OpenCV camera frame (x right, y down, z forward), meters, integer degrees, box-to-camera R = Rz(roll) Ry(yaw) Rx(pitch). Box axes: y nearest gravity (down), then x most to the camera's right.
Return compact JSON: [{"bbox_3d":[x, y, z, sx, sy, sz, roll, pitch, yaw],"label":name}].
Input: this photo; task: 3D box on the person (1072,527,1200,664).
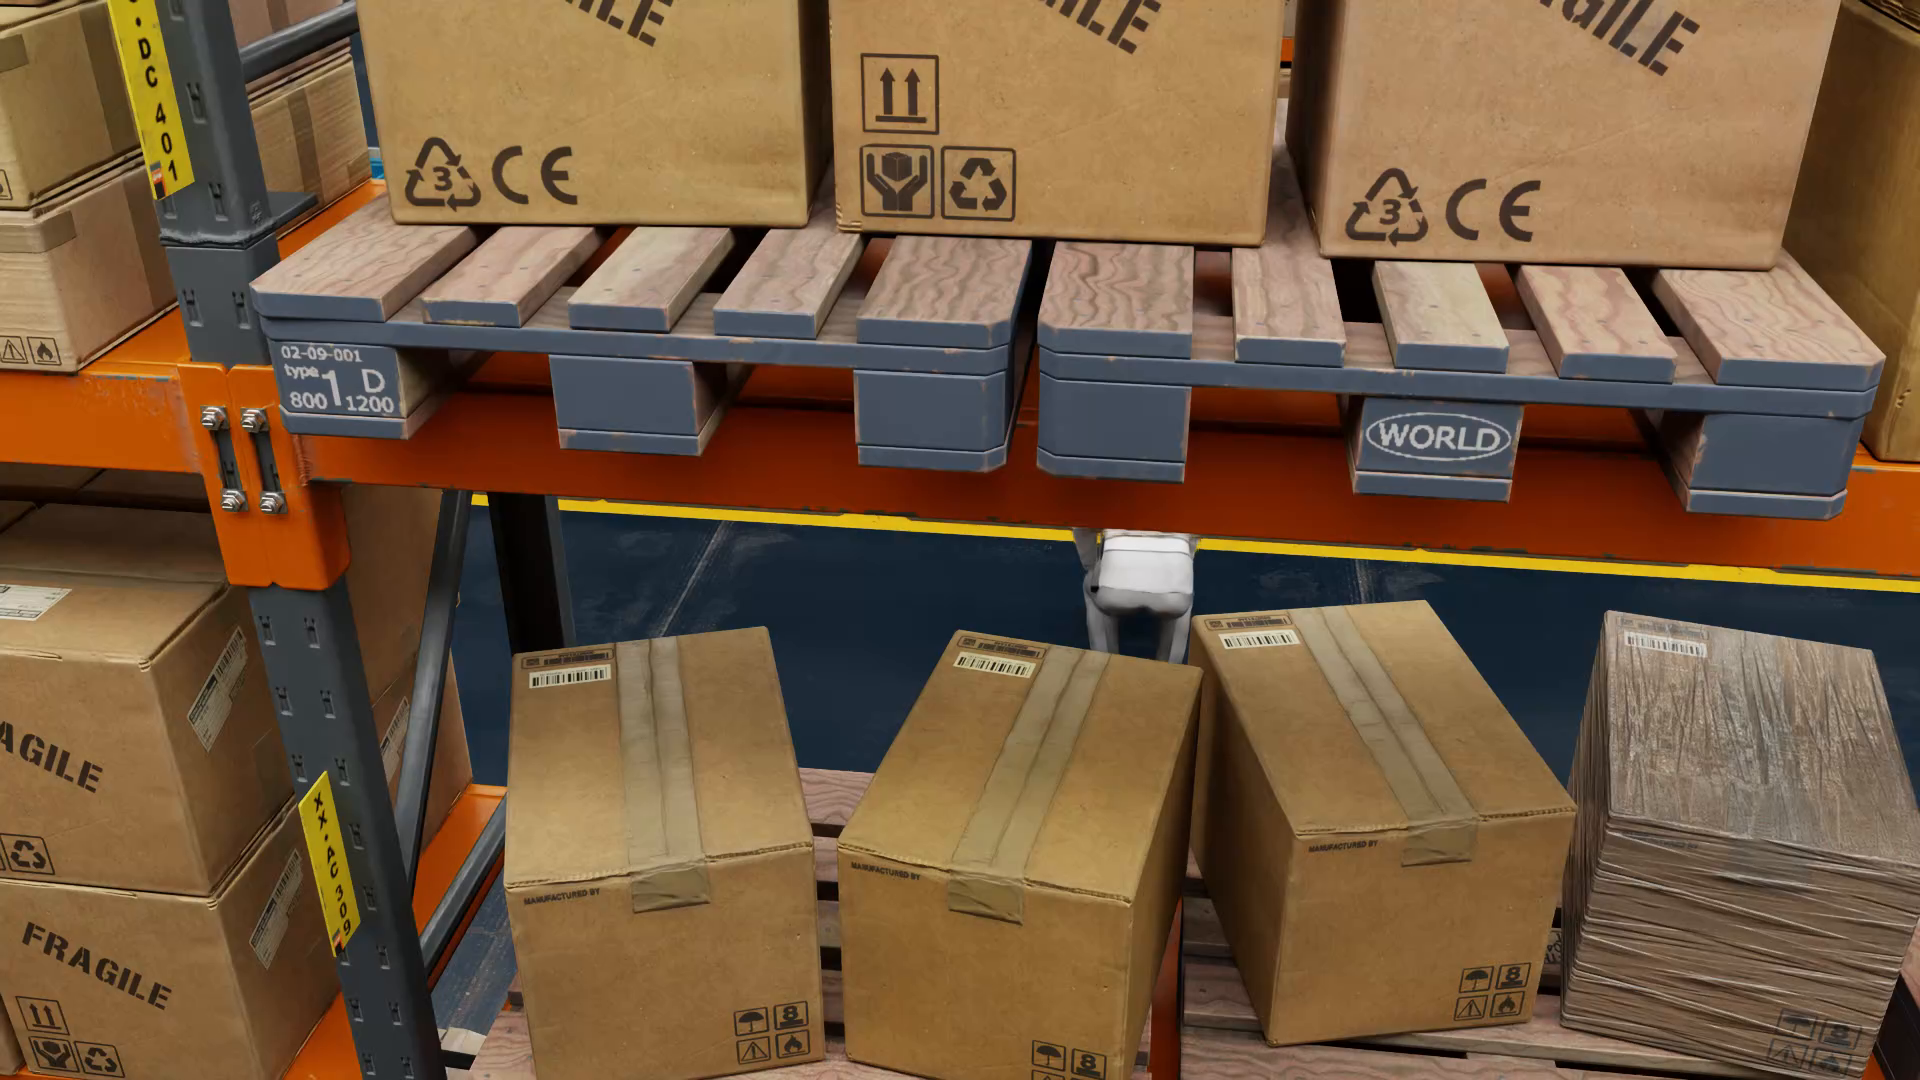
[{"bbox_3d":[0.688,0.072,6.571,0.512,1.116,0.808,3,29,6],"label":"person"}]
